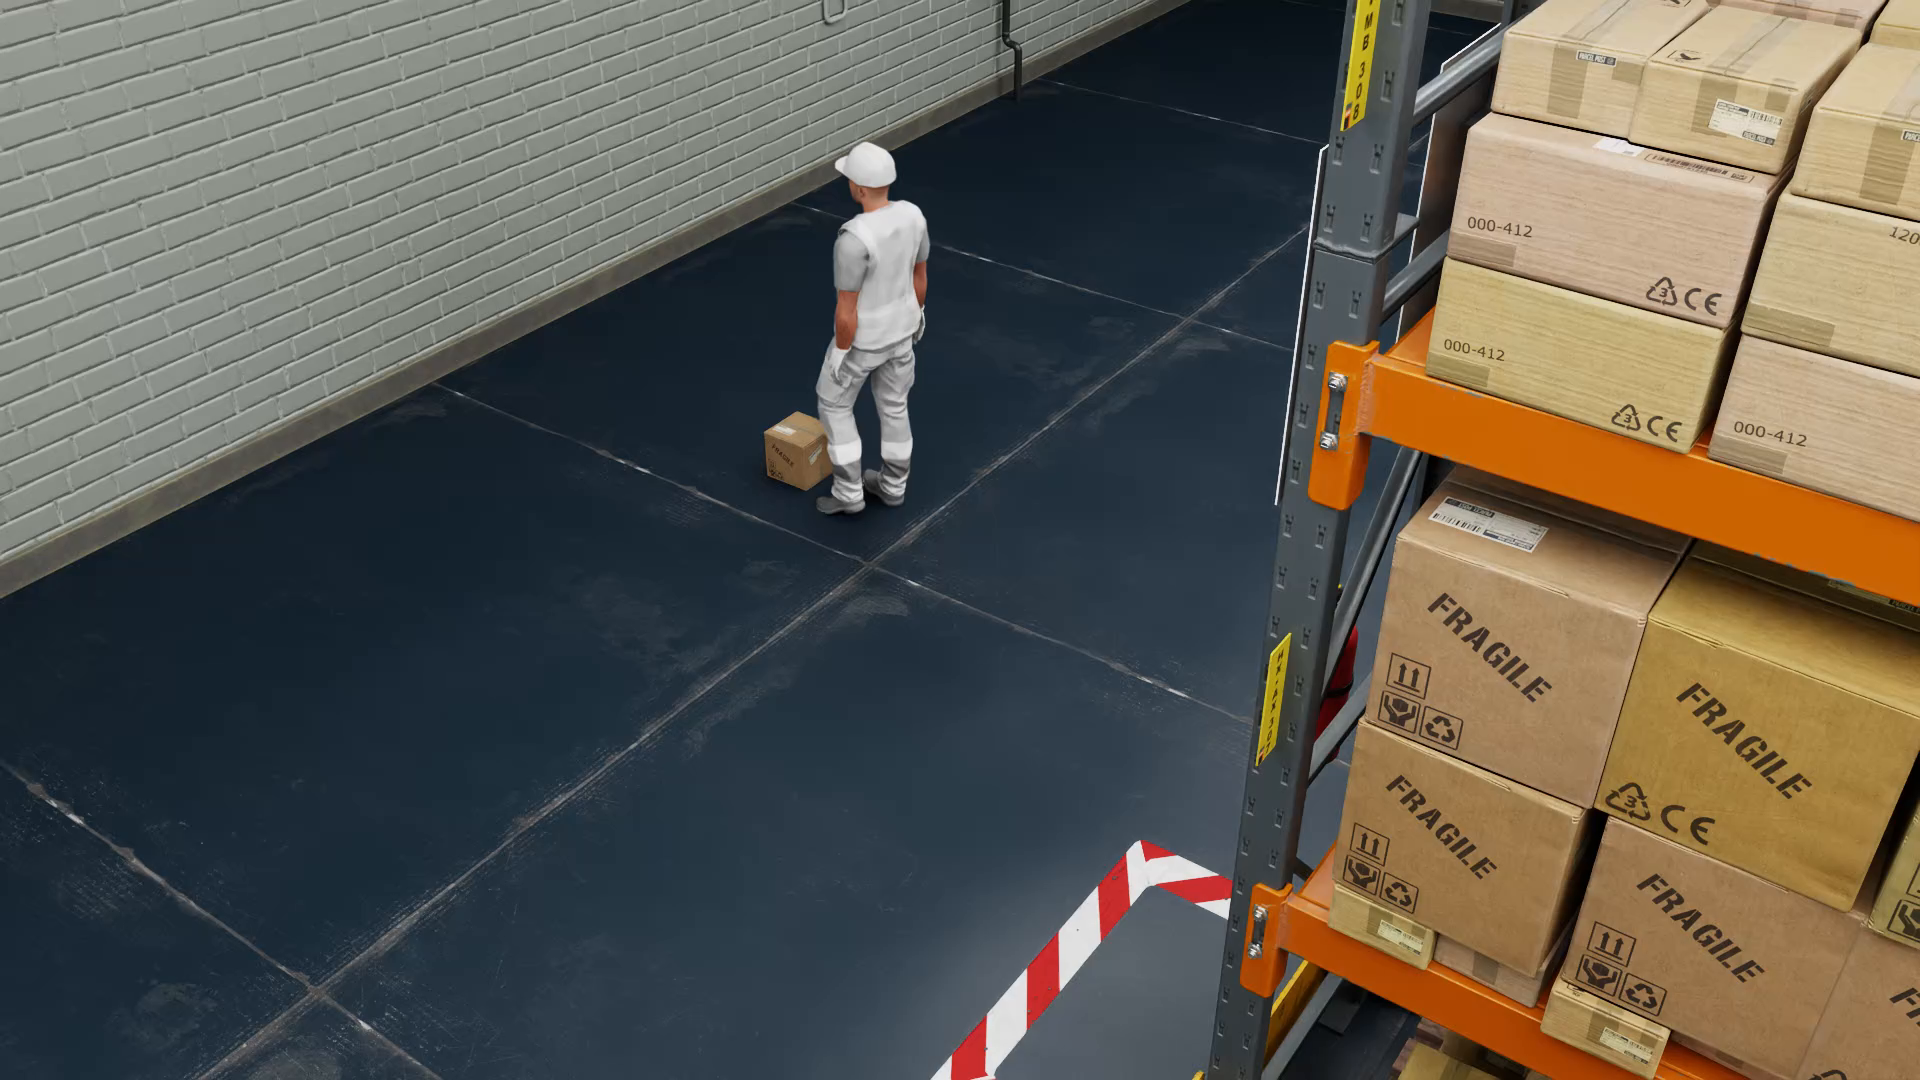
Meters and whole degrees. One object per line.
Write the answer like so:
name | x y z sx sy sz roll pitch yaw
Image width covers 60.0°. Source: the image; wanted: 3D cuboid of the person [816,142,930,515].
person | -0.385 -0.927 7.494 0.590 1.820 0.402 -28 43 -34
